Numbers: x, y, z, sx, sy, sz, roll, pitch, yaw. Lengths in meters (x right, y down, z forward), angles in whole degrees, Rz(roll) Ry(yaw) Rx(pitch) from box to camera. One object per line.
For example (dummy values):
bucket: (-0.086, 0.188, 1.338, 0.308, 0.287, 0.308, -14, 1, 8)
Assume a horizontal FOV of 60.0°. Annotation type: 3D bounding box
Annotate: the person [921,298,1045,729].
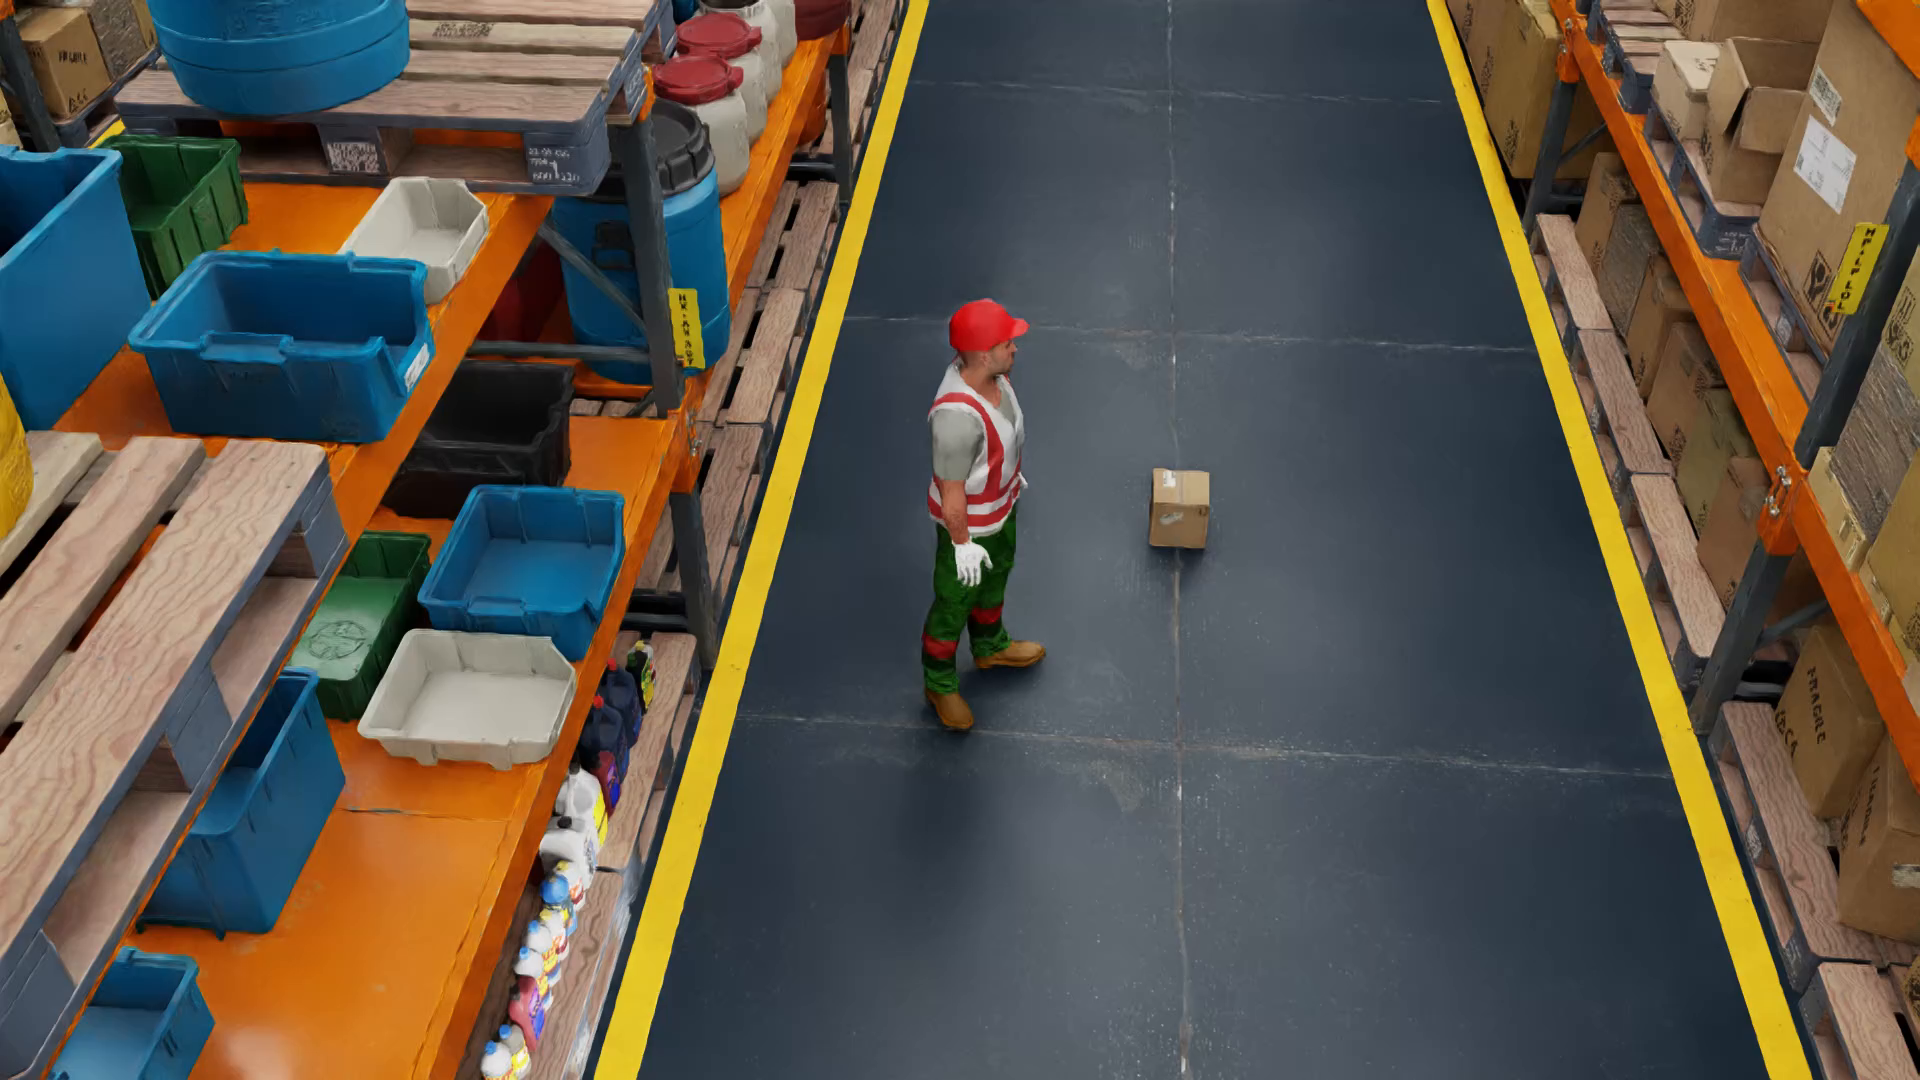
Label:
person: (0.090, -0.121, 6.238, 0.420, 1.792, 0.622, 13, 41, 15)
